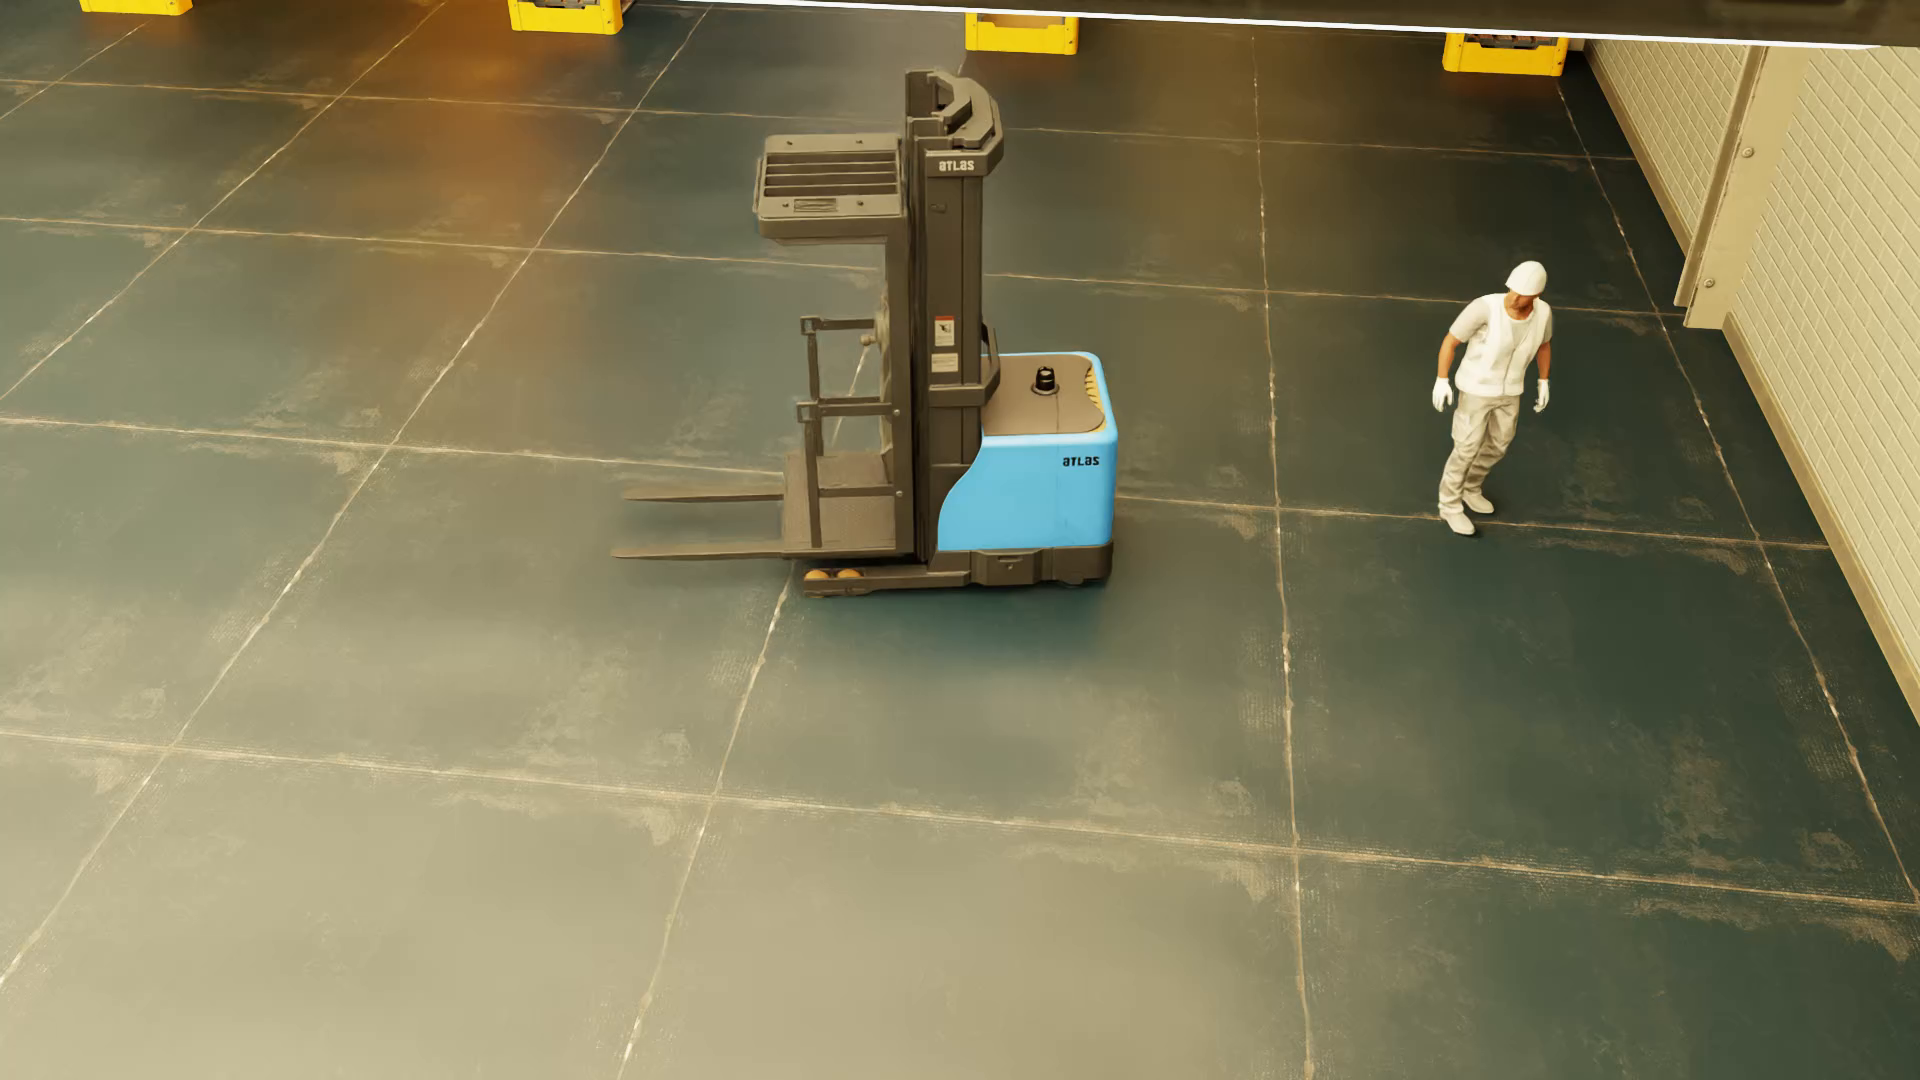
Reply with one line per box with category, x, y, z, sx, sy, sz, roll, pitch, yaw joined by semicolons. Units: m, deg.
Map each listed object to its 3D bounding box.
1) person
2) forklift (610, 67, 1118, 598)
person;3.291;-0.888;10.214;0.769;1.771;0.501;-9;37;-12
forklift;-0.612;-1.153;9.594;3.031;2.935;1.130;-2;36;-3
